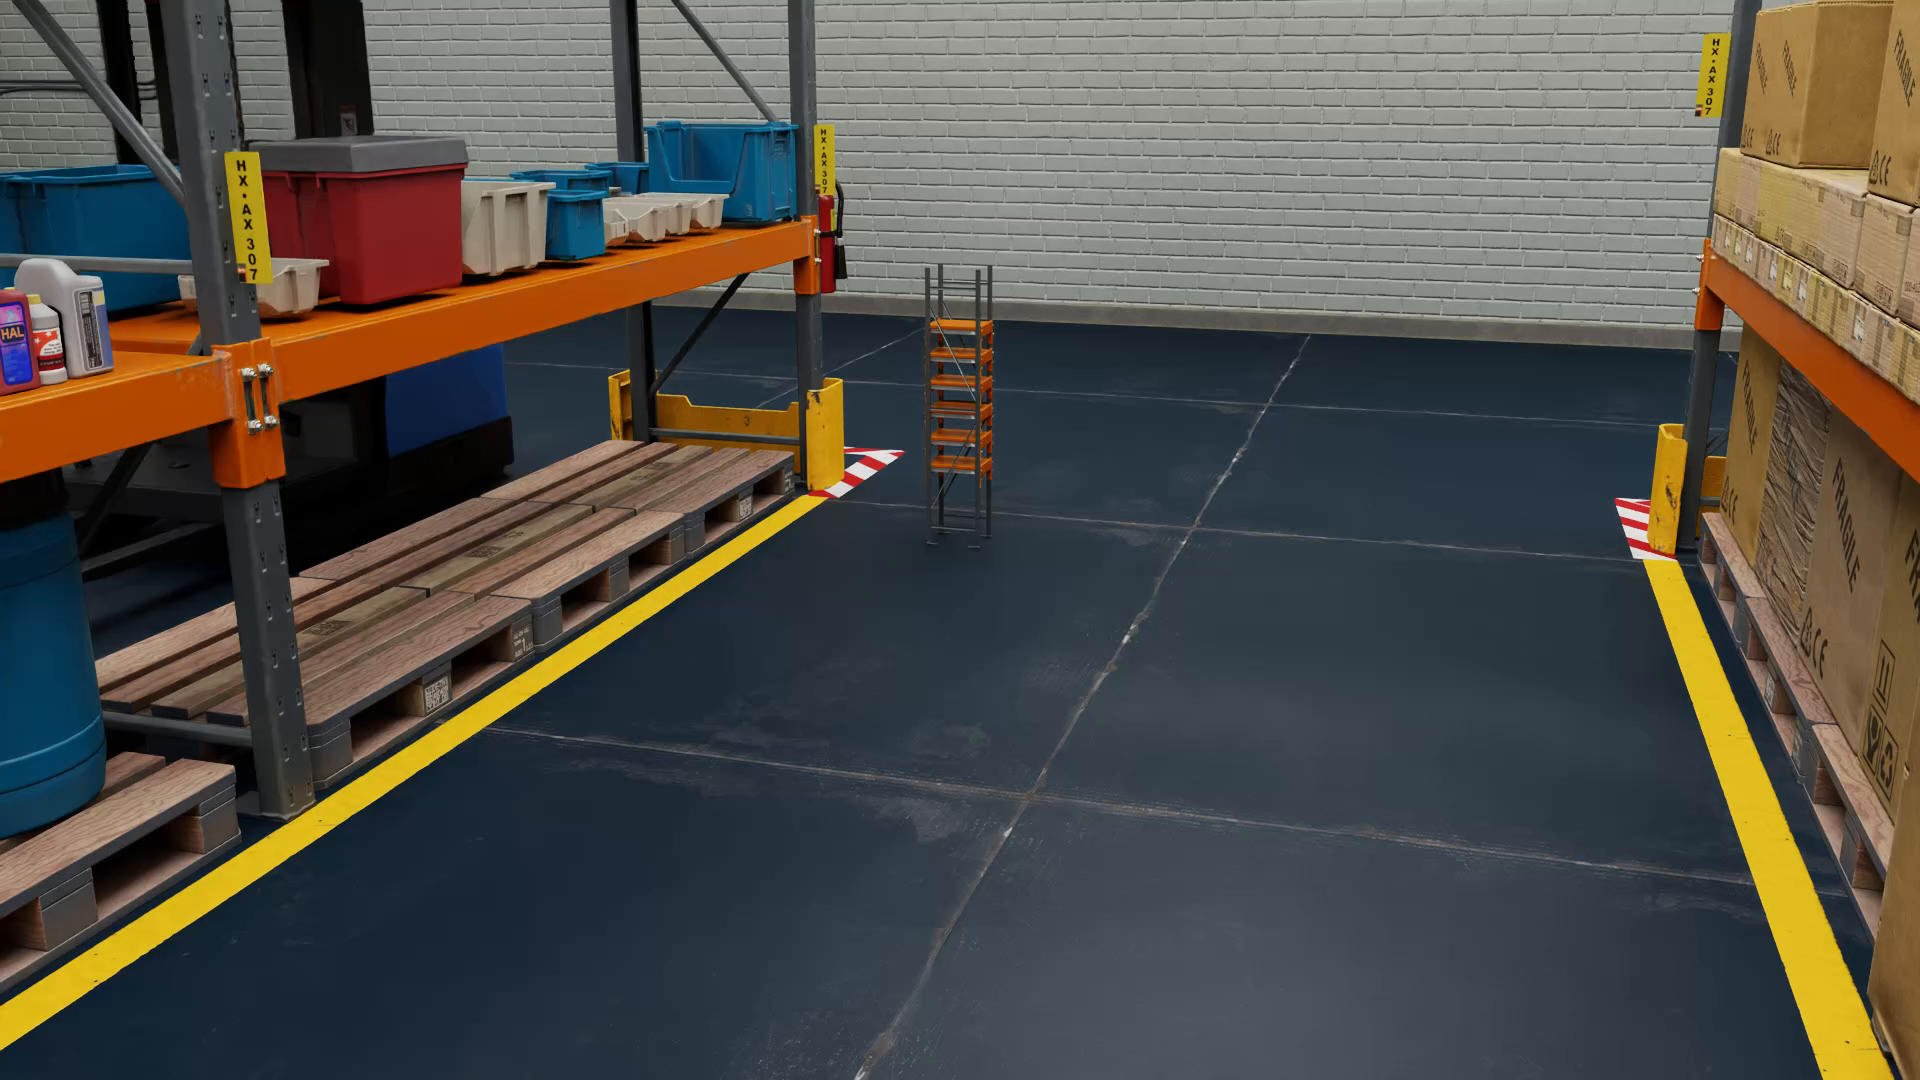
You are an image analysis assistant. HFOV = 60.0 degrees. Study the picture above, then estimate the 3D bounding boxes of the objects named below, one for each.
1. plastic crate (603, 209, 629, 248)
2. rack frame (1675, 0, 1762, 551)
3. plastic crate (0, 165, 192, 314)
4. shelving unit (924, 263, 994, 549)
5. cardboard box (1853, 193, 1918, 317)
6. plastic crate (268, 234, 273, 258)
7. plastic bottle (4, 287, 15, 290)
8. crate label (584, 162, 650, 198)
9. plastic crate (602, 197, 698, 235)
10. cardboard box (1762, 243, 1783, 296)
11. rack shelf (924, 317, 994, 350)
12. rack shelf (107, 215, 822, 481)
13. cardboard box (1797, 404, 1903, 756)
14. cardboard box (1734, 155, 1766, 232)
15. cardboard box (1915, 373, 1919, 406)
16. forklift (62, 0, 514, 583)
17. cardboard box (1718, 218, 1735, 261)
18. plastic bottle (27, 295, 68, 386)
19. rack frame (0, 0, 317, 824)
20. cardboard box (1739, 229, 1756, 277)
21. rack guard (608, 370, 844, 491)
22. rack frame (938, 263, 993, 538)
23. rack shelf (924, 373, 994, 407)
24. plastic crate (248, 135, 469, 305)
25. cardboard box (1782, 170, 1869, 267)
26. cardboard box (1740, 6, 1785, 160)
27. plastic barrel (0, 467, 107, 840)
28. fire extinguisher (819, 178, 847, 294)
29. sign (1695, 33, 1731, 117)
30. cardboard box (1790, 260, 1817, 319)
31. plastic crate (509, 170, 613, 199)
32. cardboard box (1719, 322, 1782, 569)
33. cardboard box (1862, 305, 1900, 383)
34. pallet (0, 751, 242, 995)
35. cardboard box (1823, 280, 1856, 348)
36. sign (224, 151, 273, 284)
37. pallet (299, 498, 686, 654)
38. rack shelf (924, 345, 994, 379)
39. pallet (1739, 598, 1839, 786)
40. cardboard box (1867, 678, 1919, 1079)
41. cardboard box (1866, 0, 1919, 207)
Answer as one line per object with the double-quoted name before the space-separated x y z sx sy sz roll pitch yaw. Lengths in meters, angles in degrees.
"plastic crate" -1.451 -1.210 6.472 0.298 0.136 0.250 5 16 16
"rack frame" 3.575 -1.380 6.696 1.000 3.000 0.127 5 16 16
"plastic crate" -2.505 -0.887 4.879 0.392 0.384 0.575 5 16 16
"shelving unit" -0.004 -0.573 7.152 0.258 1.200 0.189 5 16 16
"cardboard box" 2.456 -0.676 3.944 0.500 0.250 0.500 5 17 18
"plastic crate" -2.250 -0.927 5.496 0.437 0.125 0.590 5 16 16
"plastic bottle" -2.238 -0.498 3.953 0.097 0.201 0.097 0 16 0
"crate label" -1.560 -1.673 7.928 0.416 0.233 0.303 5 16 16
"plastic crate" -1.329 -1.364 7.013 0.396 0.136 0.243 5 16 16
"cardboard box" 2.794 -0.855 5.307 0.380 0.149 0.250 4 16 15
"rack shelf" -0.004 -0.877 7.066 0.258 0.103 0.180 5 16 16
"rack shelf" -1.743 -0.894 6.304 1.077 0.370 4.000 5 16 16
"cardboard box" 2.958 0.085 4.657 0.875 0.875 0.875 5 16 16
"cardboard box" 3.038 -1.209 5.826 0.500 0.250 0.500 4 16 15
"cardboard box" 2.210 -0.317 3.412 0.380 0.149 0.250 5 17 16
"forklift" -3.195 -1.404 6.908 1.130 2.935 3.031 5 17 17
"cardboard box" 3.086 -1.124 6.256 0.380 0.149 0.250 4 16 15
"plastic bottle" -2.120 -0.461 3.822 0.097 0.201 0.097 0 16 0
"rack frame" -2.311 -0.717 4.361 1.000 3.000 0.127 5 16 16
"cardboard box" 2.940 -0.989 5.779 0.380 0.149 0.250 4 16 15
"rack guard" -1.180 -0.568 8.417 1.175 0.500 0.348 5 16 16
"rack frame" 0.022 -0.597 7.237 0.240 1.200 0.006 5 16 16
"rack shelf" -0.004 -0.646 7.132 0.258 0.103 0.180 5 16 16
"plastic crate" -1.817 -0.991 5.099 0.402 0.464 0.583 5 16 16
"cardboard box" 2.748 -0.941 4.881 0.500 0.250 0.500 4 16 15
"cardboard box" 3.037 -1.576 5.744 0.500 0.500 0.500 4 16 15
"plastic barrel" -2.482 0.231 4.093 0.600 0.901 0.708 5 16 16
"fire extinguisher" -0.696 -1.551 8.127 0.296 0.674 0.183 5 16 16
"sign" 3.044 -1.879 6.725 0.100 0.325 0.005 5 16 16
"cardboard box" 2.649 -0.720 4.832 0.380 0.149 0.250 5 17 17
"plastic crate" -1.747 -1.501 7.320 0.416 0.233 0.300 5 16 16
"cardboard box" 3.469 -0.386 6.317 0.875 0.875 0.875 5 16 16
"cardboard box" 2.356 -0.452 3.886 0.380 0.149 0.250 4 16 15
"pallet" -2.570 0.823 4.041 1.003 0.211 1.213 5 16 16
"cardboard box" 2.502 -0.587 4.361 0.380 0.149 0.250 5 17 17
"sign" -1.784 -0.807 4.171 0.100 0.325 0.005 5 16 16
"pallet" -1.794 0.109 6.559 1.003 0.211 1.213 5 16 16
"rack shelf" -0.004 -0.762 7.099 0.258 0.103 0.180 5 16 16
"pallet" 3.074 0.495 5.196 1.003 0.211 1.213 5 16 16
"cardboard box" 2.275 0.656 2.644 1.225 0.875 0.875 5 16 16
"cardboard box" 2.458 -1.037 3.843 0.500 0.500 0.500 5 17 16
